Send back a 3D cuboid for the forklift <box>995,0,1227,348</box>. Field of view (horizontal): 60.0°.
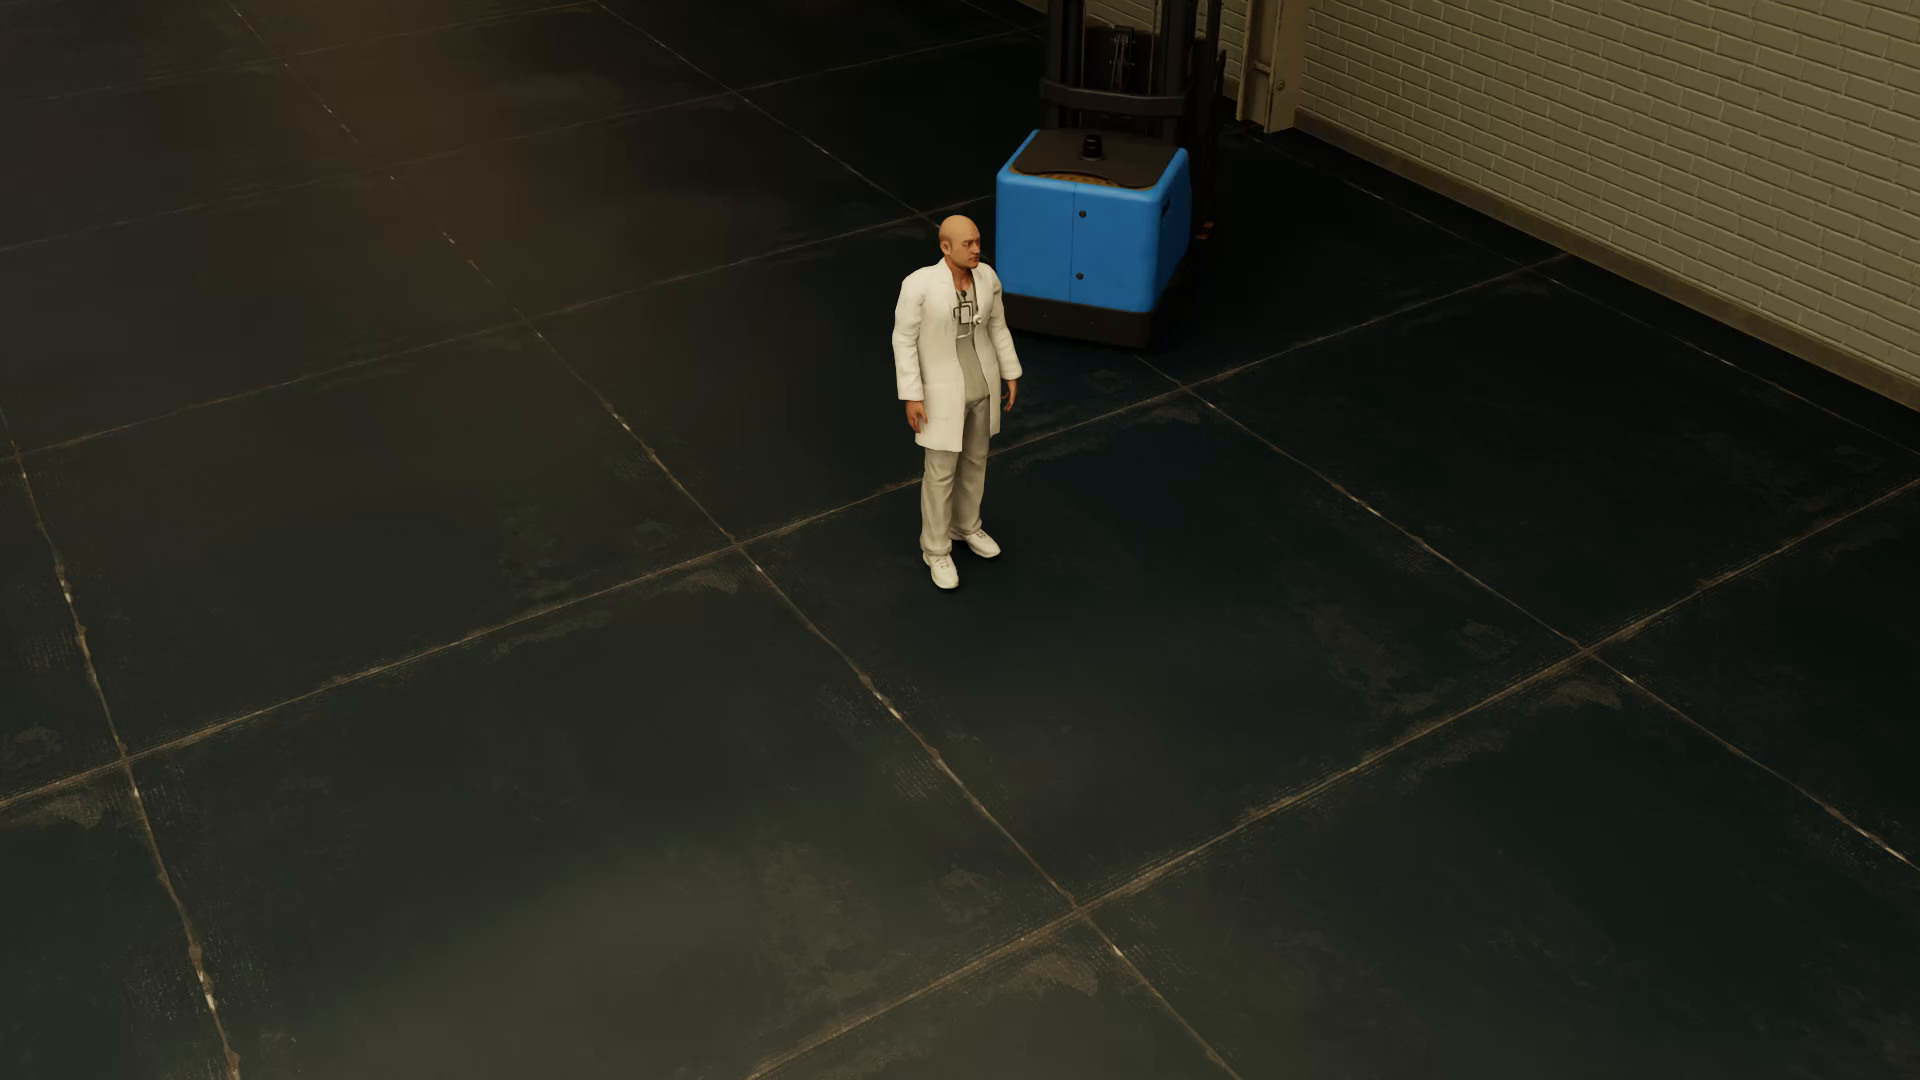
[{"bbox_3d":[1.166,-3.225,10.737,1.130,2.935,3.031,11,37,16],"label":"forklift"}]

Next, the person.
[{"bbox_3d":[0.045,-0.688,8.118,0.696,1.776,0.581,-21,40,-27],"label":"person"}]
